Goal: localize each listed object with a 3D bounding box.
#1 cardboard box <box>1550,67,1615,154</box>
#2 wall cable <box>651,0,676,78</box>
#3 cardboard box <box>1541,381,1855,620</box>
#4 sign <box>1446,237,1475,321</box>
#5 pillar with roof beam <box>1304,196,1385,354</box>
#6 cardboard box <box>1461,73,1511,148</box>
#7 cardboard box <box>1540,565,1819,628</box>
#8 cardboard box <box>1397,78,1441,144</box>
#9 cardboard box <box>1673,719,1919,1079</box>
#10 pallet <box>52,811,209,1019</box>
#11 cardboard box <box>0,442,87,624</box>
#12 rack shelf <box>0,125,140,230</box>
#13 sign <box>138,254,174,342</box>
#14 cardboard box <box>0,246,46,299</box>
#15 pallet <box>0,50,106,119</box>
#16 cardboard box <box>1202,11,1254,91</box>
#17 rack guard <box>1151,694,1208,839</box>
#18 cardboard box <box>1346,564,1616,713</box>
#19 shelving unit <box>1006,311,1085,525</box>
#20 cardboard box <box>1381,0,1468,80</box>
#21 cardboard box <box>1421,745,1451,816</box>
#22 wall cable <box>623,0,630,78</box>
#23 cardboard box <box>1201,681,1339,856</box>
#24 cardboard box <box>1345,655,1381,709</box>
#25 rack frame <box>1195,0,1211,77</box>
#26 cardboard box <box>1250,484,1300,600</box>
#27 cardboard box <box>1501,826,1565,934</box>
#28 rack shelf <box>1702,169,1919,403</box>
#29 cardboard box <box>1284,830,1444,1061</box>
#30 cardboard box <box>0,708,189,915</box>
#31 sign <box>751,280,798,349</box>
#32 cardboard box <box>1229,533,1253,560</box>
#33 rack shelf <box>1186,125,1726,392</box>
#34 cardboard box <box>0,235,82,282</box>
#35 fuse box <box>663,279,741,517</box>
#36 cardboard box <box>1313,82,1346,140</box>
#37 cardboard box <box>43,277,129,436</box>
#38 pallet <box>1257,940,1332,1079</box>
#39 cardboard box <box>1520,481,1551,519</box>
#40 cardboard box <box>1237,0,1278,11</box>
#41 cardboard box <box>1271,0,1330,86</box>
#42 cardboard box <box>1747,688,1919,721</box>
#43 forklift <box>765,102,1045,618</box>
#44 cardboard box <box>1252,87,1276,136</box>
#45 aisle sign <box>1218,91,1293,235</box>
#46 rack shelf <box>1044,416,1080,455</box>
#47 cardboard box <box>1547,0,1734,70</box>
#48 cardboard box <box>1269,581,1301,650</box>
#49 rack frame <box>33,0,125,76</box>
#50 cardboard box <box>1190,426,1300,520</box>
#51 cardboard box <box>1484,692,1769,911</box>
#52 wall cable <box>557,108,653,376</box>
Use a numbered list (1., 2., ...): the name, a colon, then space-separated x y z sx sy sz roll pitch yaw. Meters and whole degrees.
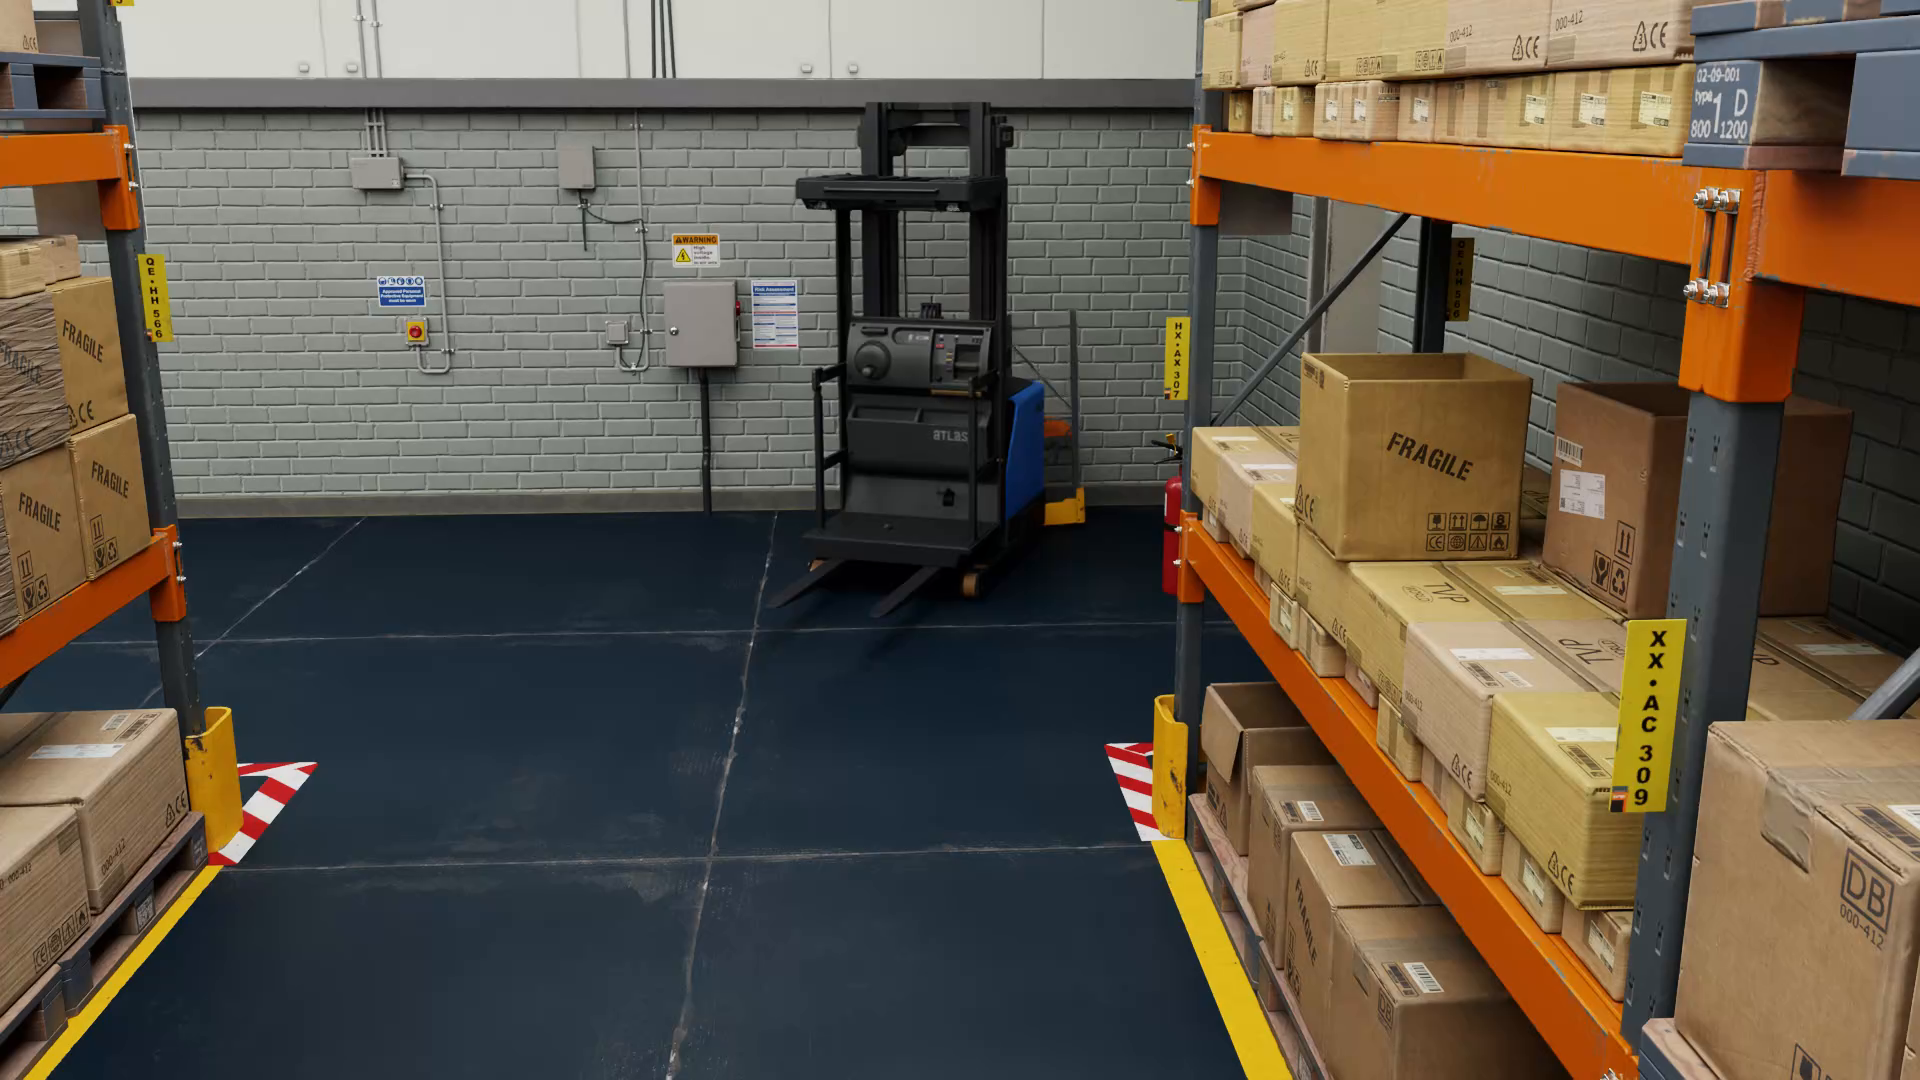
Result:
1. cardboard box: 1.317 -0.784 3.038 0.380 0.149 0.250 -1 14 -4
2. wall cable: -0.656 -4.603 11.281 2.988 3.039 0.133 -1 14 -3
3. cardboard box: 1.819 -0.116 4.157 0.500 0.500 0.500 -1 14 -5
4. sign: 1.953 -1.019 6.510 0.100 0.325 0.005 -1 14 -3
5. pillar with roof beam: -2.166 -3.825 8.334 9.100 9.000 0.400 -1 14 -3
6. cardboard box: 1.298 -0.912 3.535 0.380 0.149 0.250 -1 14 -4
7. cardboard box: 1.817 0.241 4.273 0.500 0.250 0.500 -1 14 -2
8. cardboard box: 1.289 -1.041 4.039 0.380 0.149 0.250 -1 14 -3
9. cardboard box: 1.453 0.565 2.268 0.700 0.500 0.500 -1 14 -2
10. pallet: -3.428 1.324 5.958 1.003 0.211 1.213 -1 14 -3
11. cardboard box: -3.246 -0.032 5.429 0.500 0.500 0.500 -1 14 -5
12. rack shelf: -3.432 -0.831 4.161 1.077 0.370 4.000 -1 14 -3
13. sign: -3.013 -0.905 6.224 0.100 0.325 0.005 -1 14 -3
14. cardboard box: -3.194 -0.859 5.337 0.380 0.149 0.250 -1 14 -4
15. pallet: -3.499 -1.450 5.299 1.003 0.211 1.213 -1 14 -3
16. cardboard box: 1.153 -1.711 5.842 0.500 0.250 0.500 -1 14 -4
17. rack guard: 1.403 0.928 6.918 1.175 0.500 0.348 -1 14 -3
18. cardboard box: 1.308 0.250 4.239 0.500 0.250 0.500 -1 14 -4
19. shelving unit: 0.501 -0.957 12.114 0.587 1.500 1.083 -4 14 -8
20. cardboard box: 1.303 -1.204 3.870 0.500 0.250 0.500 -1 14 -2
21. cardboard box: 1.307 0.545 3.893 0.380 0.149 0.250 -1 14 -2
22. wall cable: -3.438 -4.551 11.155 2.355 3.000 0.029 -1 14 -3
23. cardboard box: 1.342 0.857 6.342 0.797 0.503 0.637 -1 15 -6
24. cardboard box: 1.296 0.355 4.630 0.380 0.149 0.250 -1 14 -4
25. rack frame: 1.398 -3.207 5.932 1.000 3.000 0.127 -1 14 -3
26. cardboard box: 1.224 -0.005 5.230 0.500 0.250 0.500 -1 14 -4
27. cardboard box: 1.336 0.675 3.388 0.380 0.149 0.250 0 14 -2
28. rack shelf: 1.770 0.086 0.596 1.077 0.370 4.000 -1 14 -3
29. cardboard box: 1.289 1.205 4.996 0.500 0.500 0.500 -1 14 -2
30. cardboard box: -3.415 0.976 6.013 0.875 0.438 0.875 -1 14 -5
31. sign: -1.343 -1.636 12.054 0.329 0.494 0.001 -1 14 -3
32. cardboard box: 1.207 -0.032 6.134 0.380 0.149 0.250 -1 14 -2
33. rack shelf: 1.522 -0.909 4.462 1.077 0.370 4.000 -1 14 -3
34. cardboard box: -3.334 -0.985 5.826 0.380 0.149 0.250 -1 14 -3
35. fuse box: -1.823 -0.998 11.973 0.539 1.711 0.414 -1 14 -3
36. cardboard box: 1.184 -1.167 4.528 0.380 0.149 0.250 -1 14 -3
37. cardboard box: -3.288 -0.641 5.790 0.500 0.500 0.500 0 14 -2
38. pallet: 1.526 1.569 5.007 1.003 0.211 1.213 -1 14 -3
39. cardboard box: 1.748 -0.011 5.255 0.500 0.250 0.500 0 14 -2
40. cardboard box: 1.188 -1.827 5.289 0.500 0.250 0.500 -1 14 -4
41. cardboard box: 1.224 -1.458 4.857 0.500 0.250 0.500 -1 14 -5
42. cardboard box: 1.885 0.494 3.290 0.500 0.250 0.500 -1 14 -4
43. forklift: -0.318 -1.170 10.193 1.130 2.935 3.031 4 15 16
44. cardboard box: 1.140 -1.358 5.267 0.380 0.149 0.250 -1 14 -2
45. aisle sign: 1.101 -1.573 6.404 0.394 0.787 0.004 -1 14 -3
46. rack shelf: 0.508 -0.781 12.149 0.538 0.185 1.000 -4 14 -8
47. cardboard box: 1.366 -0.947 2.873 0.500 0.250 0.500 -1 14 -3
48. cardboard box: 1.175 0.227 5.129 0.380 0.149 0.250 -1 14 -5
49. rack frame: -3.556 -3.130 5.631 1.000 3.000 0.127 -1 14 -3
50. cardboard box: 1.157 -0.256 6.207 0.500 0.250 0.500 -1 14 -3
51. cardboard box: 1.371 0.499 3.273 0.500 0.250 0.500 -1 14 -2
52. wall cable: -2.514 -2.143 11.797 0.588 1.984 0.122 -1 14 -3
